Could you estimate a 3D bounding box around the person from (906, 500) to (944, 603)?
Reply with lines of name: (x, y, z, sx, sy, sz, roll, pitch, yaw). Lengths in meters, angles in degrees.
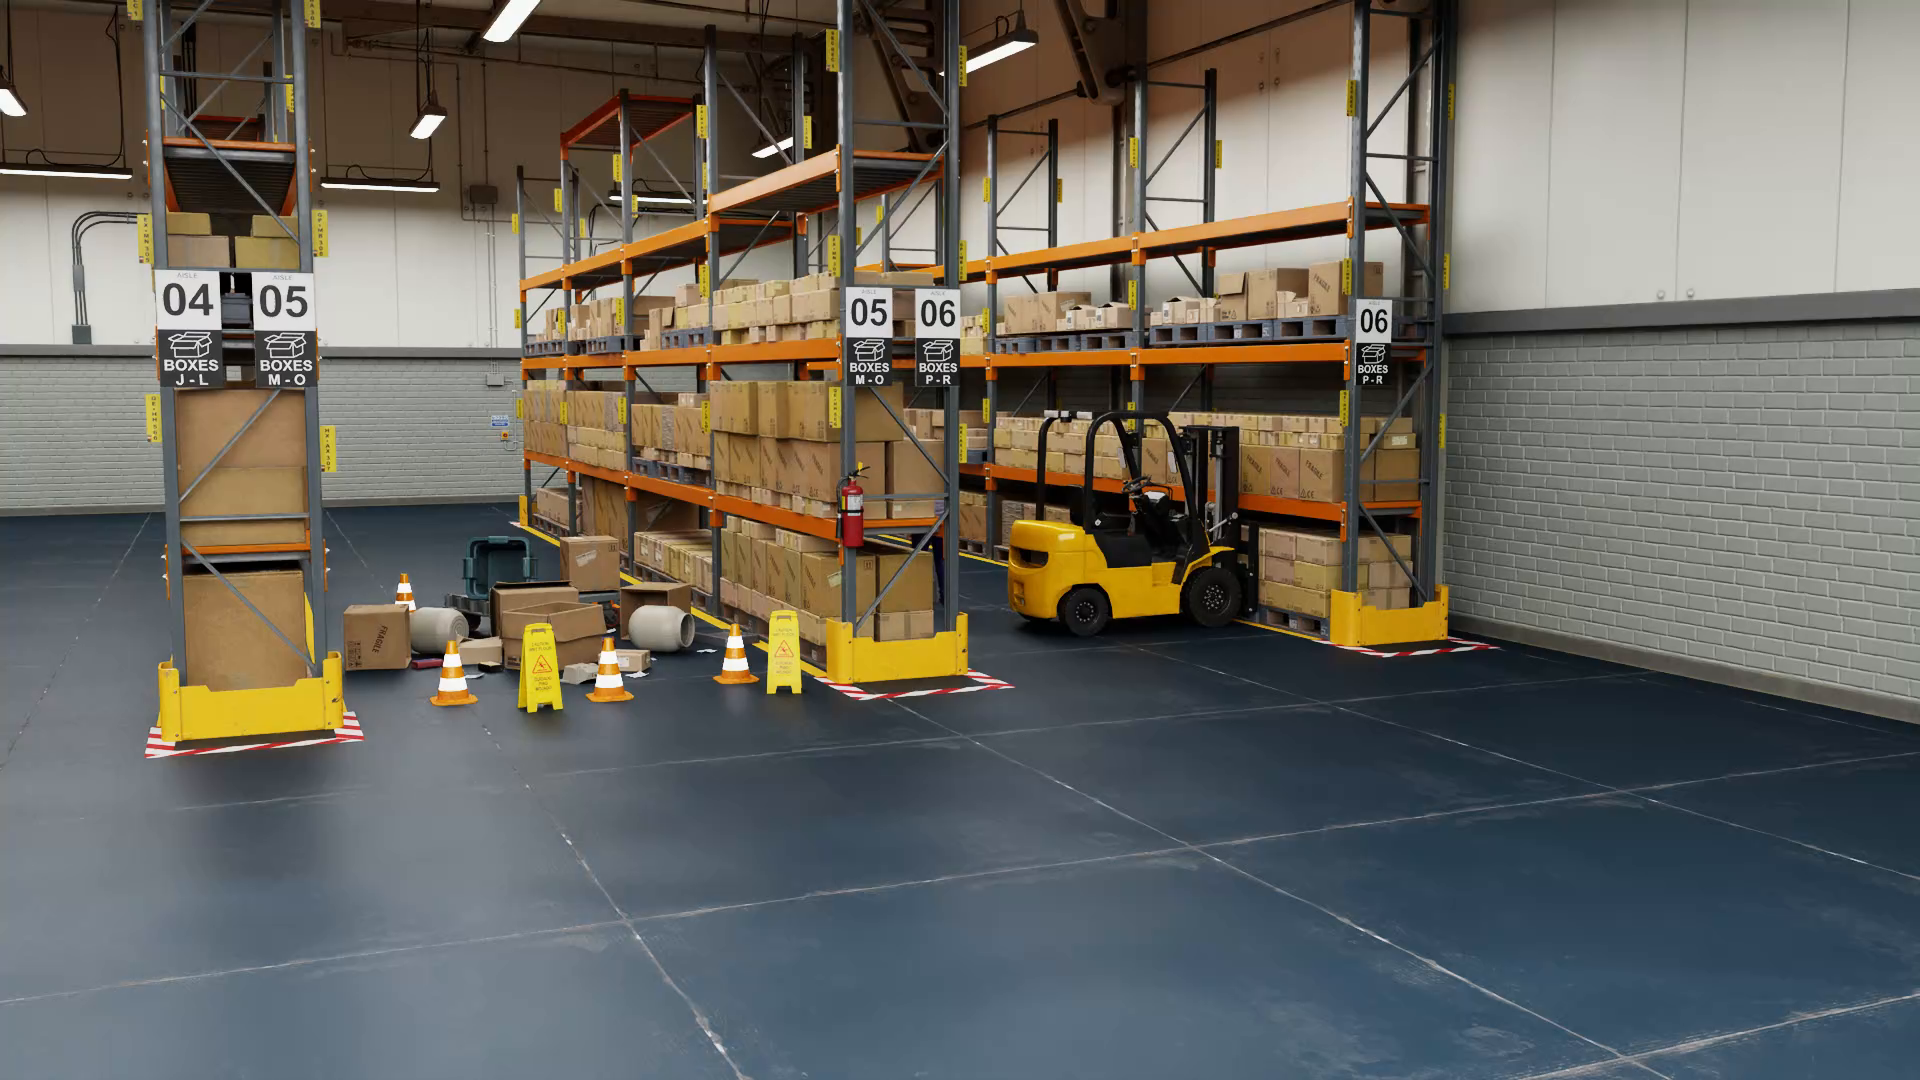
person: (-0.329, -0.106, 18.232, 0.562, 1.636, 0.372, -3, 6, -27)
